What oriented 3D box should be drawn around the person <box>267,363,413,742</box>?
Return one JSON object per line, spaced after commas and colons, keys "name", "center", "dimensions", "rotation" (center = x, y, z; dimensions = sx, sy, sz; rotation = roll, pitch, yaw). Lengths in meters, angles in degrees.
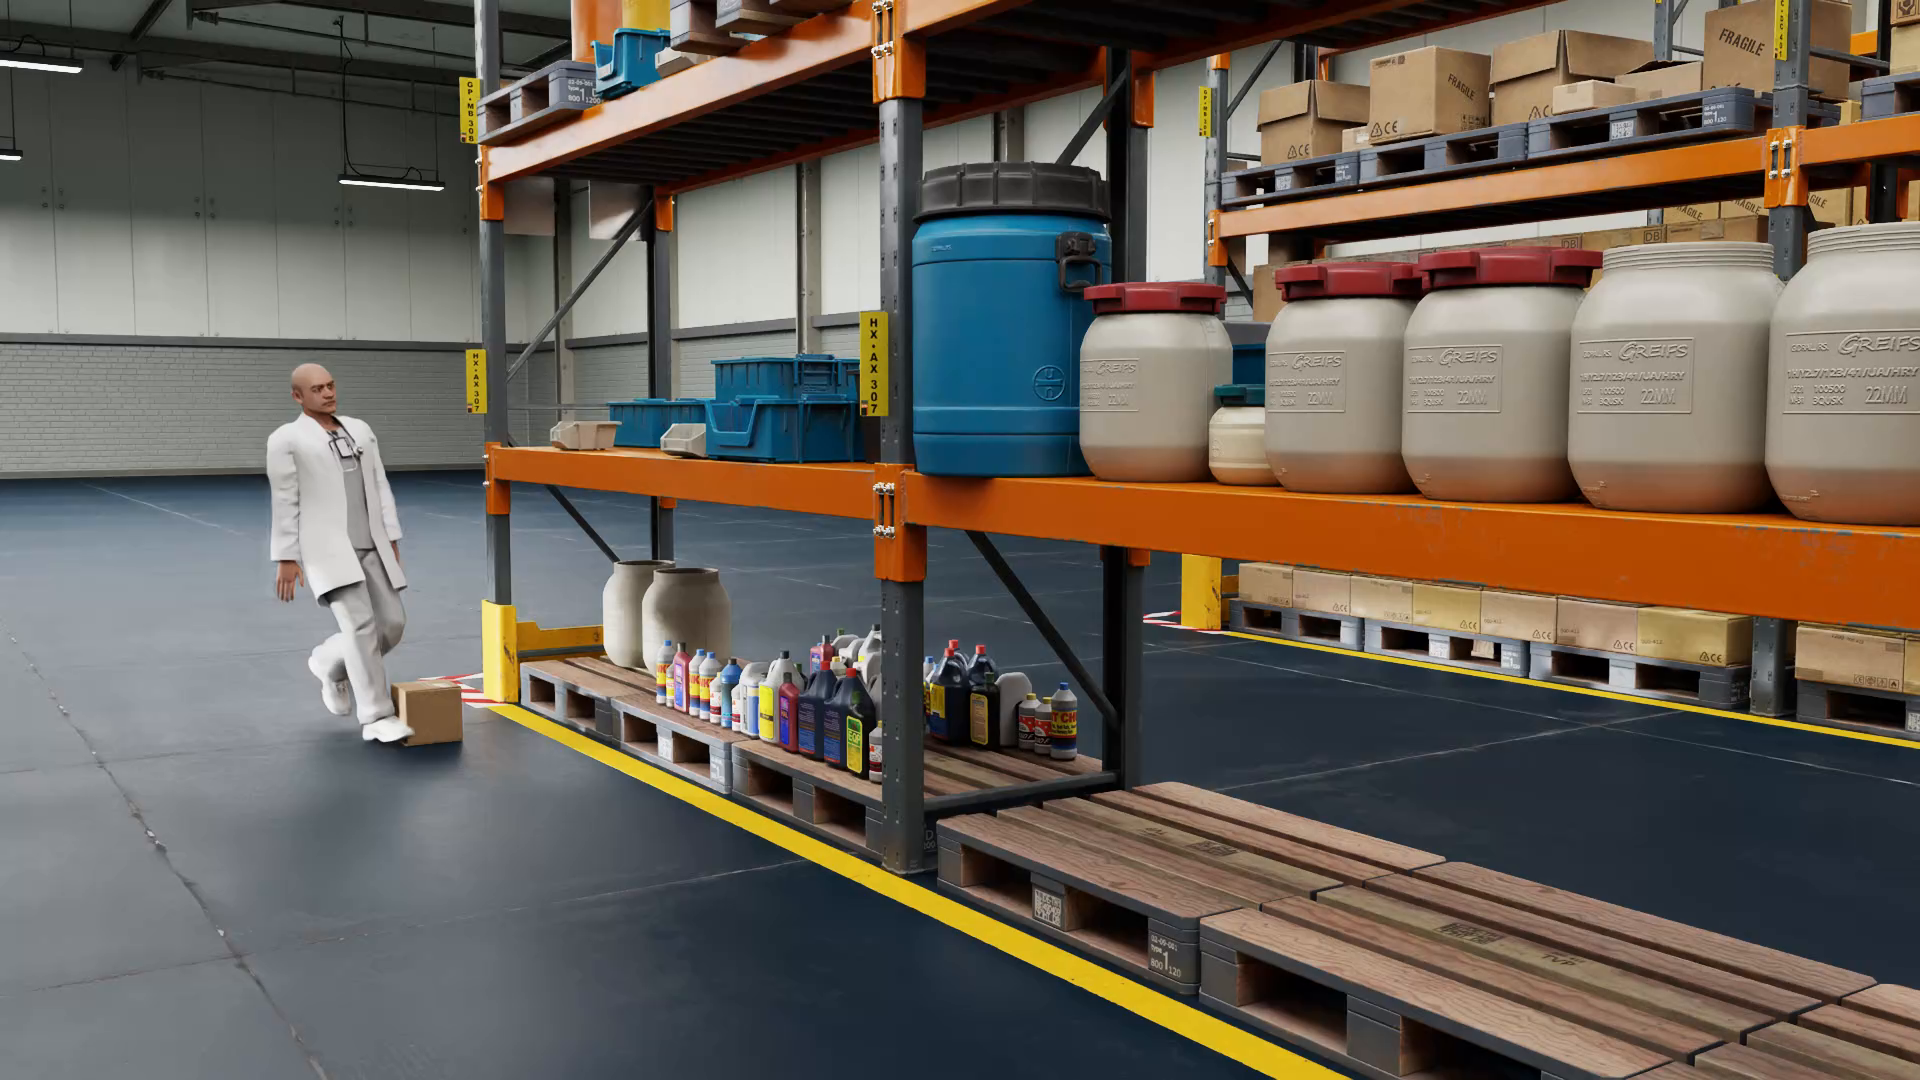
{"name": "person", "center": [-2.775, 0.043, 7.634], "dimensions": [0.907, 1.708, 0.653], "rotation": [3, 6, 35]}
